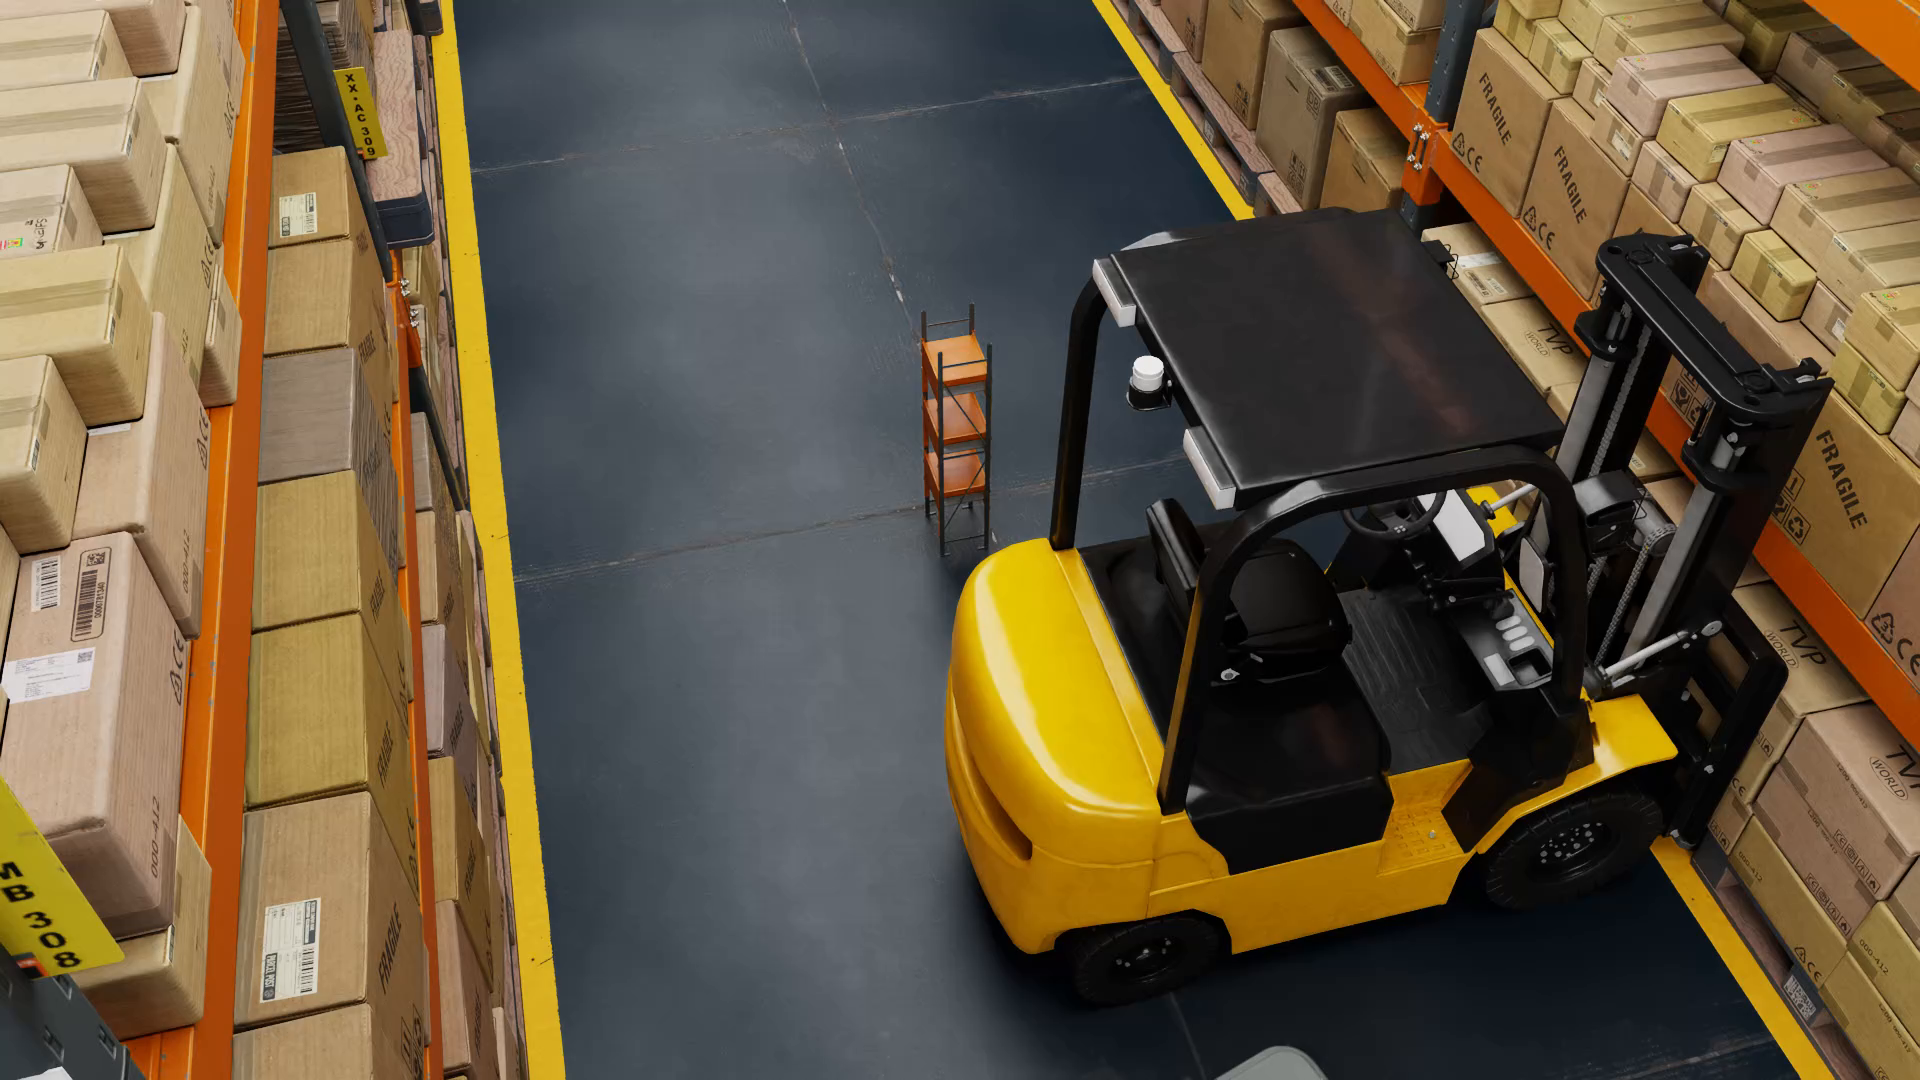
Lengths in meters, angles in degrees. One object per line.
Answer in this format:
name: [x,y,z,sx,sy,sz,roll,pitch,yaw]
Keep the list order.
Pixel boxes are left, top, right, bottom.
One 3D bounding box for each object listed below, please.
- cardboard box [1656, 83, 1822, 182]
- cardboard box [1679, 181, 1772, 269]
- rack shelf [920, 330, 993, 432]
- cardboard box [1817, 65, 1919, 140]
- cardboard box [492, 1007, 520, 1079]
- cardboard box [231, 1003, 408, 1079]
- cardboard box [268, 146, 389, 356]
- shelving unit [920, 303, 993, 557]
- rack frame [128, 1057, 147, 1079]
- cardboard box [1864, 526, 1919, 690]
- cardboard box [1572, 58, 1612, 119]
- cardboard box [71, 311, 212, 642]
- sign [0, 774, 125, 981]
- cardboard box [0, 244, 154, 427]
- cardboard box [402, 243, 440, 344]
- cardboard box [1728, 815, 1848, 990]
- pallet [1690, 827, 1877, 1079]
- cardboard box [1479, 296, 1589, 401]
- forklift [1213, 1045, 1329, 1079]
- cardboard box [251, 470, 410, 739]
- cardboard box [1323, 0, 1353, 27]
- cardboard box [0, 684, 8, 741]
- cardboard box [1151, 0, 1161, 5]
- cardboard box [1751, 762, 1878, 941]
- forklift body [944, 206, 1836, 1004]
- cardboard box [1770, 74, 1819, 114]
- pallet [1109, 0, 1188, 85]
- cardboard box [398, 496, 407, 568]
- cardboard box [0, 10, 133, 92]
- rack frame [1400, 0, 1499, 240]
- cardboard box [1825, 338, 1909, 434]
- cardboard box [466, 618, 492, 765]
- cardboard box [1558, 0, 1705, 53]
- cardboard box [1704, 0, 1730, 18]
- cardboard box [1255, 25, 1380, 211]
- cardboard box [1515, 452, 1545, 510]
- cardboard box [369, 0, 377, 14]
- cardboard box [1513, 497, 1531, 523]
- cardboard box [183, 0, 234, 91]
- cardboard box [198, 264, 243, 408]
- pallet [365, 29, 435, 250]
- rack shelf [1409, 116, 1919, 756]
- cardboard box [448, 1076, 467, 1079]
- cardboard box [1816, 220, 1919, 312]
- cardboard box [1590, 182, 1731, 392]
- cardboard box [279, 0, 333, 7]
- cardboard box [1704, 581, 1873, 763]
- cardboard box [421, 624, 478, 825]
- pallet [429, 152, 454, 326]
cardboard box: [2.411,-1.267,5.159,0.380,0.149,0.250,-11,47,-11]
cardboard box: [2.456,-0.989,5.095,0.380,0.149,0.250,-12,47,-12]
rack shelf: [-0.014,-0.596,6.216,0.215,0.259,0.240,-11,47,-10]
cardboard box: [2.979,-1.380,5.270,0.380,0.149,0.250,-11,47,-11]
cardboard box: [-1.507,1.642,4.672,0.500,0.250,0.500,-9,46,-9]
cardboard box: [-1.298,1.271,3.126,0.500,0.500,0.500,-11,47,-11]
cardboard box: [-2.114,-0.852,5.206,0.500,0.500,0.500,-12,47,-11]
shelving unit: [-0.014,-0.404,6.411,0.215,1.050,0.252,-11,47,-10]
rack frame: [-1.444,1.787,2.898,1.000,3.000,0.127,-11,47,-10]
cardboard box: [2.849,0.191,4.393,0.500,0.500,0.500,-9,46,-9]
cardboard box: [2.318,-1.525,5.620,0.380,0.149,0.250,-11,47,-10]
cardboard box: [-1.435,-0.059,2.504,0.500,0.250,0.500,-11,47,-11]
sign: [-0.920,0.332,1.612,0.100,0.325,0.005,-11,47,-10]
cardboard box: [-1.415,-0.278,2.440,0.380,0.149,0.250,-11,47,-10]
cardboard box: [-2.792,-1.059,7.233,0.950,0.372,0.625,-8,46,-8]
cardboard box: [2.809,1.081,5.222,0.500,0.250,0.500,-11,47,-10]
pallet: [3.117,1.333,5.296,1.003,0.211,1.213,-11,47,-10]
cardboard box: [2.271,-0.673,6.240,0.500,0.250,0.500,-11,47,-10]
forklift: [0.381,1.967,2.770,3.031,2.935,1.130,-23,50,-21]
cardboard box: [-1.703,0.212,4.163,0.500,0.500,0.500,-12,47,-11]
cardboard box: [1.813,-2.478,7.183,0.500,0.250,0.500,-11,47,-11]
cardboard box: [-1.338,0.264,1.909,0.380,0.149,0.250,-11,47,-11]
cardboard box: [1.451,-3.529,9.477,0.875,0.625,0.625,-9,46,-9]
cardboard box: [2.808,0.891,5.058,0.500,0.250,0.500,-11,47,-11]
forklift body: [1.104,0.199,5.049,2.313,2.155,1.214,-11,47,-10]
cardboard box: [2.920,-1.449,5.545,0.380,0.149,0.250,-10,47,-10]
pallet: [1.478,-3.094,9.635,1.003,0.211,1.213,-11,47,-10]
cardboard box: [-1.828,-0.019,4.844,0.380,0.149,0.250,-11,47,-11]
cardboard box: [-1.698,-0.793,2.944,0.380,0.149,0.250,-10,46,-9]
rack frame: [2.329,-1.884,6.496,1.000,3.000,0.127,-11,47,-10]
cardboard box: [2.641,-0.454,4.571,0.380,0.149,0.250,-10,46,-10]
cardboard box: [-1.911,0.566,5.726,0.500,0.250,0.500,-12,47,-11]
cardboard box: [2.295,-1.815,5.696,0.380,0.149,0.250,-10,46,-10]
cardboard box: [2.727,-1.904,5.784,0.380,0.149,0.250,-12,47,-11]
cardboard box: [1.993,-2.095,8.072,0.875,0.625,0.625,-11,47,-11]
cardboard box: [2.403,-0.157,6.085,0.500,0.250,0.500,-11,47,-11]
cardboard box: [-2.553,-2.326,6.357,0.500,0.500,0.500,-11,47,-11]
cardboard box: [2.424,0.025,6.256,0.500,0.250,0.500,-10,46,-10]
cardboard box: [-1.848,-1.117,3.541,0.500,0.250,0.500,-11,47,-11]
cardboard box: [-1.550,-0.354,3.073,0.380,0.149,0.250,-10,46,-10]
pallet: [-2.523,-1.461,6.216,1.003,0.211,1.213,-11,47,-10]
rack shelf: [2.841,-0.252,5.400,1.077,0.370,4.000,-11,47,-10]
cardboard box: [-1.390,1.717,4.074,0.500,0.500,0.500,-12,47,-12]
cardboard box: [2.659,-0.756,4.658,0.380,0.149,0.250,-10,46,-10]
cardboard box: [2.470,-0.859,5.422,0.500,0.500,0.500,-11,47,-11]
cardboard box: [-2.247,-1.877,5.463,0.380,0.149,0.250,-11,47,-10]
cardboard box: [2.658,0.384,5.205,0.500,0.250,0.500,-10,46,-10]
cardboard box: [-1.794,0.641,5.128,0.500,0.500,0.500,-8,46,-8]
pallet: [-2.985,-1.379,7.954,1.003,0.211,1.213,-11,47,-10]
